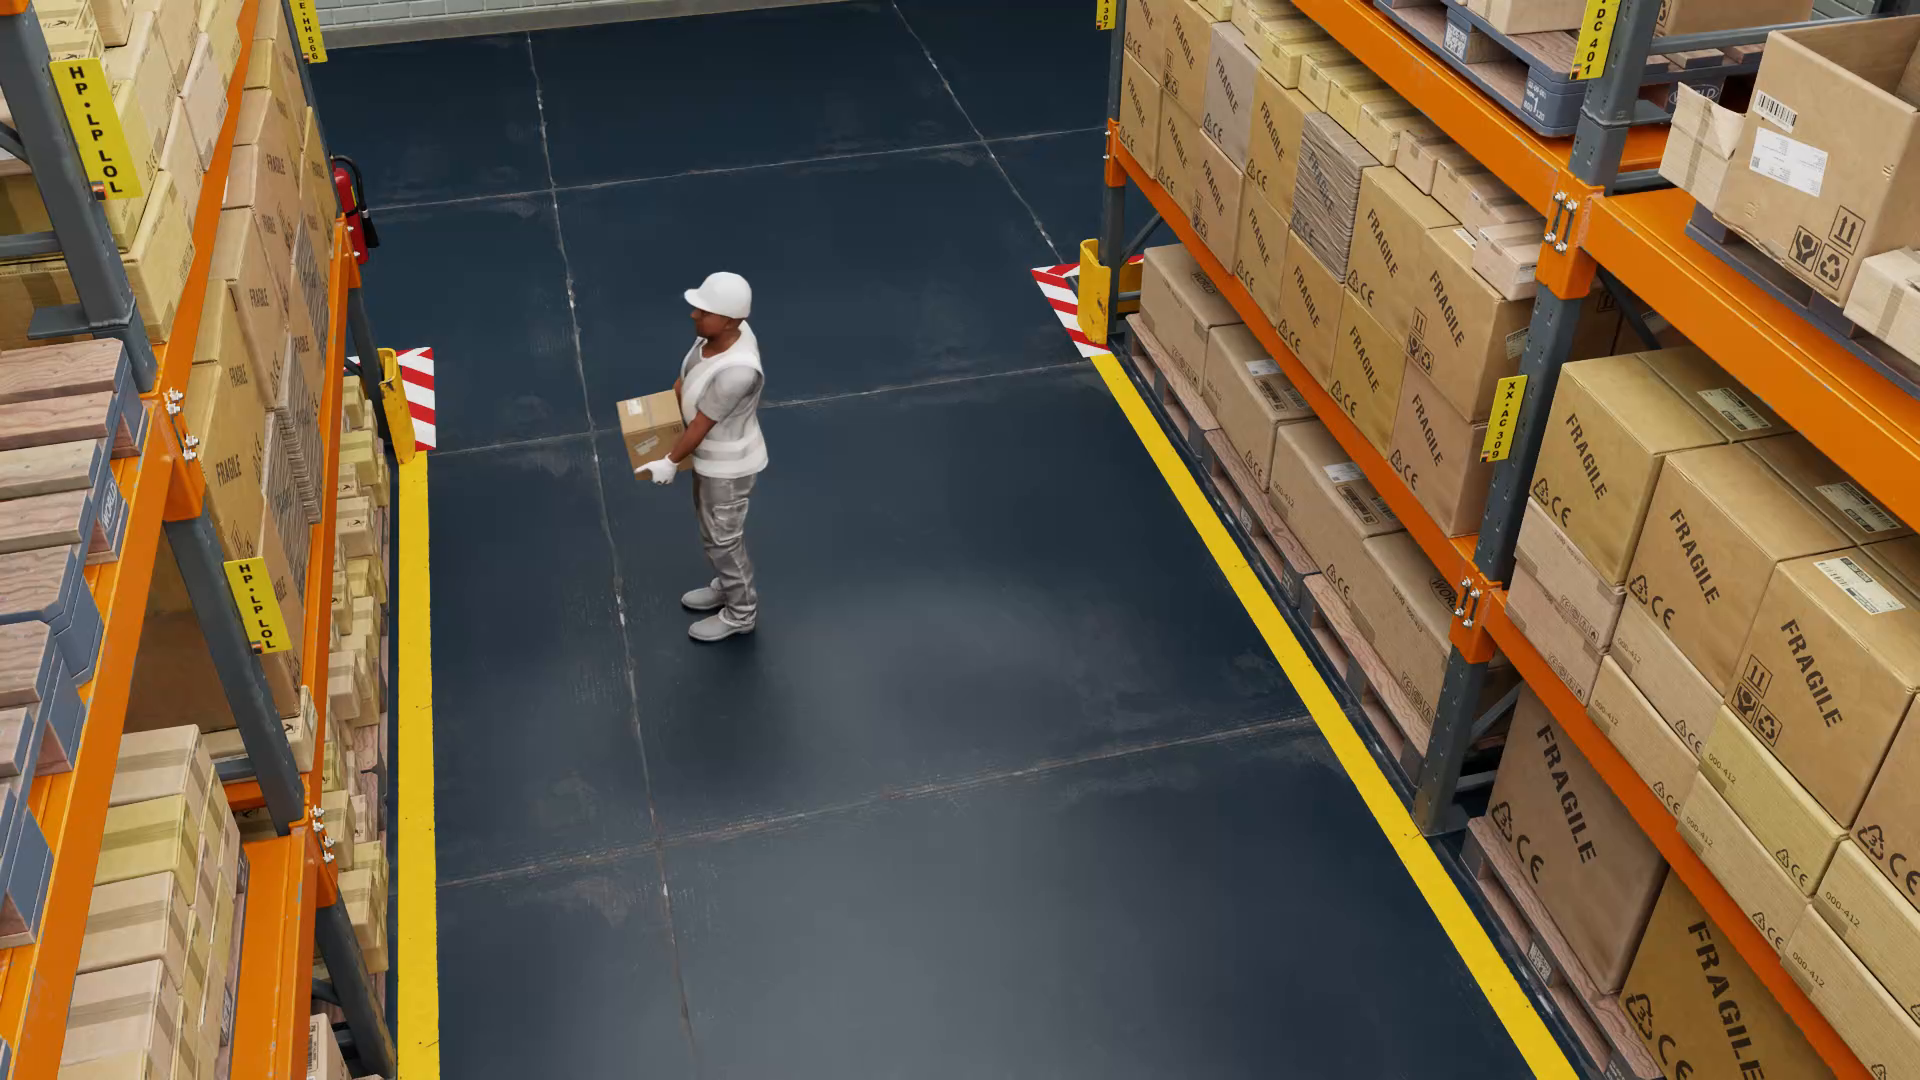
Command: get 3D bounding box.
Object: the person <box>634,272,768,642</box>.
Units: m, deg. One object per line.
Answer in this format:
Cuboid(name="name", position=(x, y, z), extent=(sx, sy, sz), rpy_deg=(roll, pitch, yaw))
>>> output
Cuboid(name="person", position=(-1.108, -0.335, 7.134), extent=(0.584, 1.779, 0.487), rpy_deg=(-9, 39, -12))
